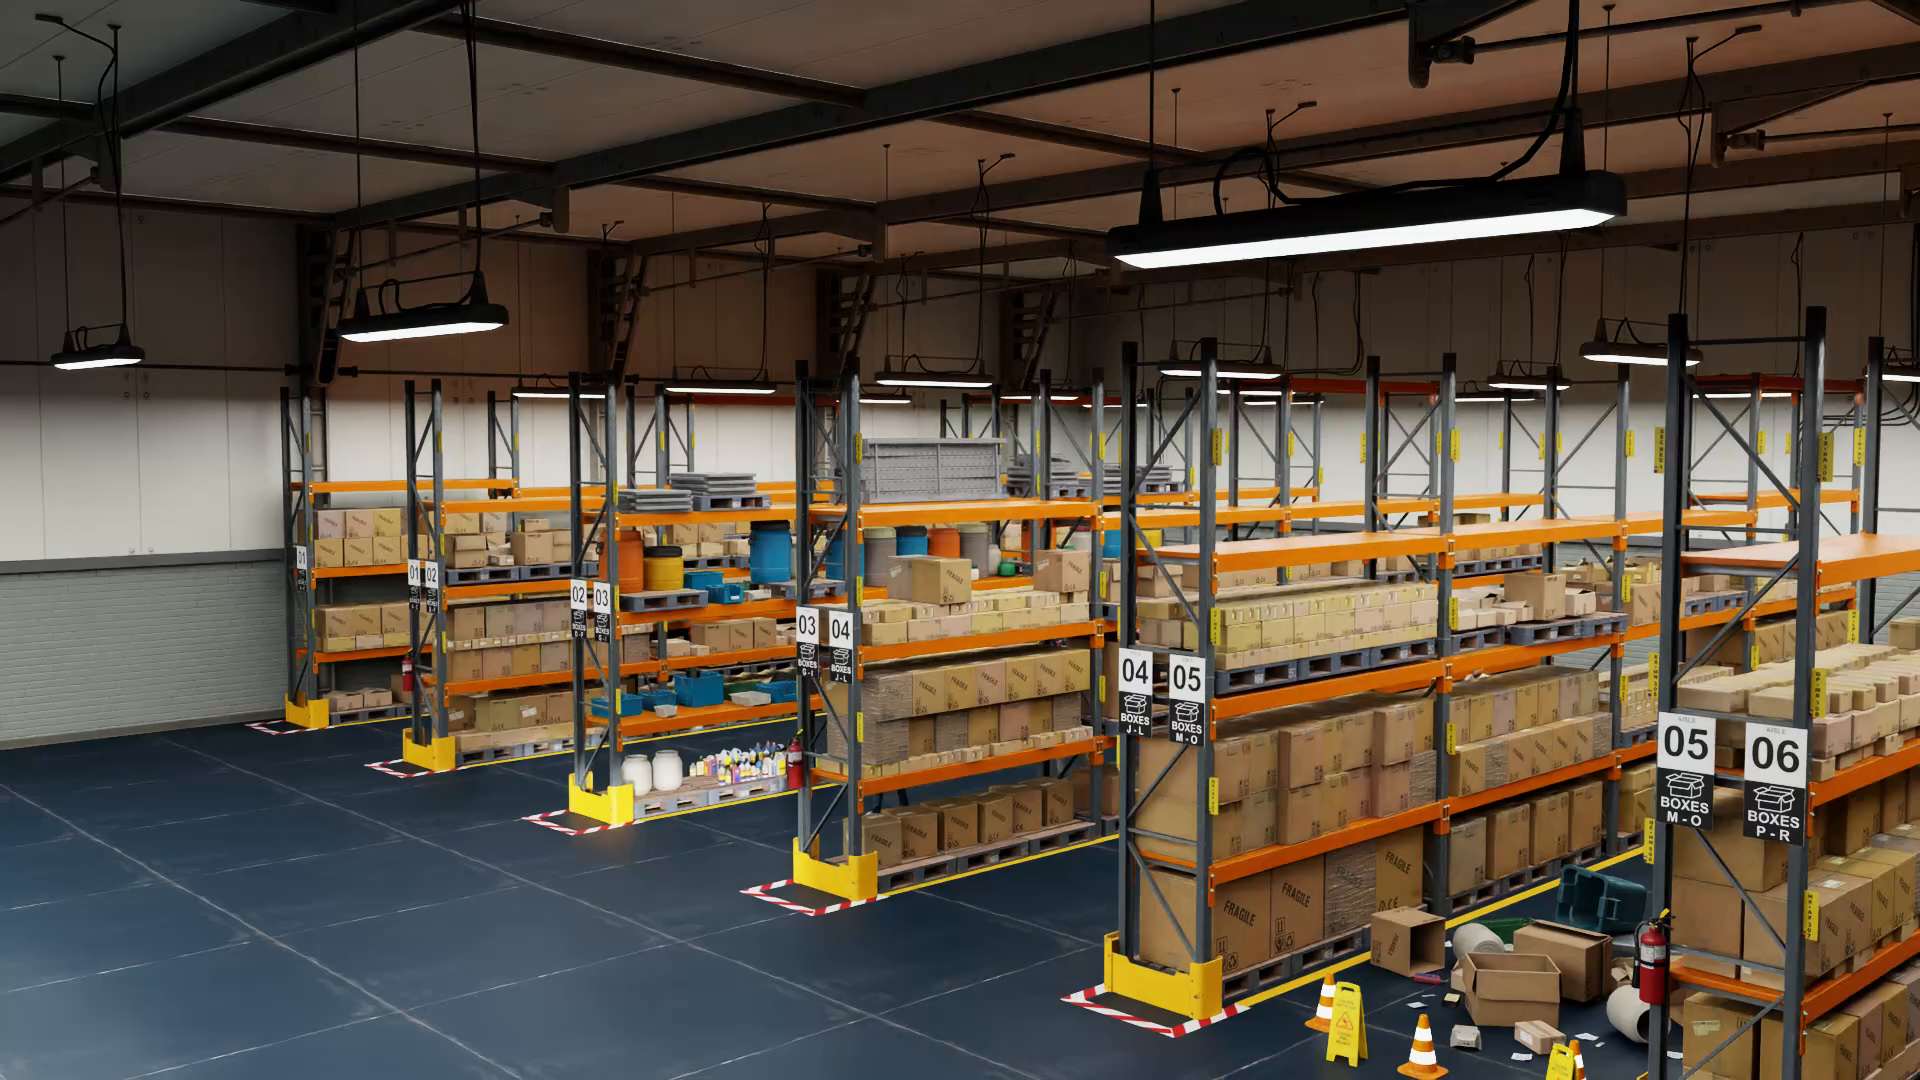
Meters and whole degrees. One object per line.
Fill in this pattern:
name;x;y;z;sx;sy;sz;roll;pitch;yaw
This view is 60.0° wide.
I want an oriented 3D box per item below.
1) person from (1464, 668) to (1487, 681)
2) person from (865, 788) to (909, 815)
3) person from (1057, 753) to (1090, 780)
person;7.856;2.656;25.387;0.961;1.718;0.578;-3;4;-35
person;-0.980;2.939;22.277;0.708;1.582;0.483;-3;5;-43
person;1.697;2.805;24.045;0.941;1.636;0.508;-2;4;-34
